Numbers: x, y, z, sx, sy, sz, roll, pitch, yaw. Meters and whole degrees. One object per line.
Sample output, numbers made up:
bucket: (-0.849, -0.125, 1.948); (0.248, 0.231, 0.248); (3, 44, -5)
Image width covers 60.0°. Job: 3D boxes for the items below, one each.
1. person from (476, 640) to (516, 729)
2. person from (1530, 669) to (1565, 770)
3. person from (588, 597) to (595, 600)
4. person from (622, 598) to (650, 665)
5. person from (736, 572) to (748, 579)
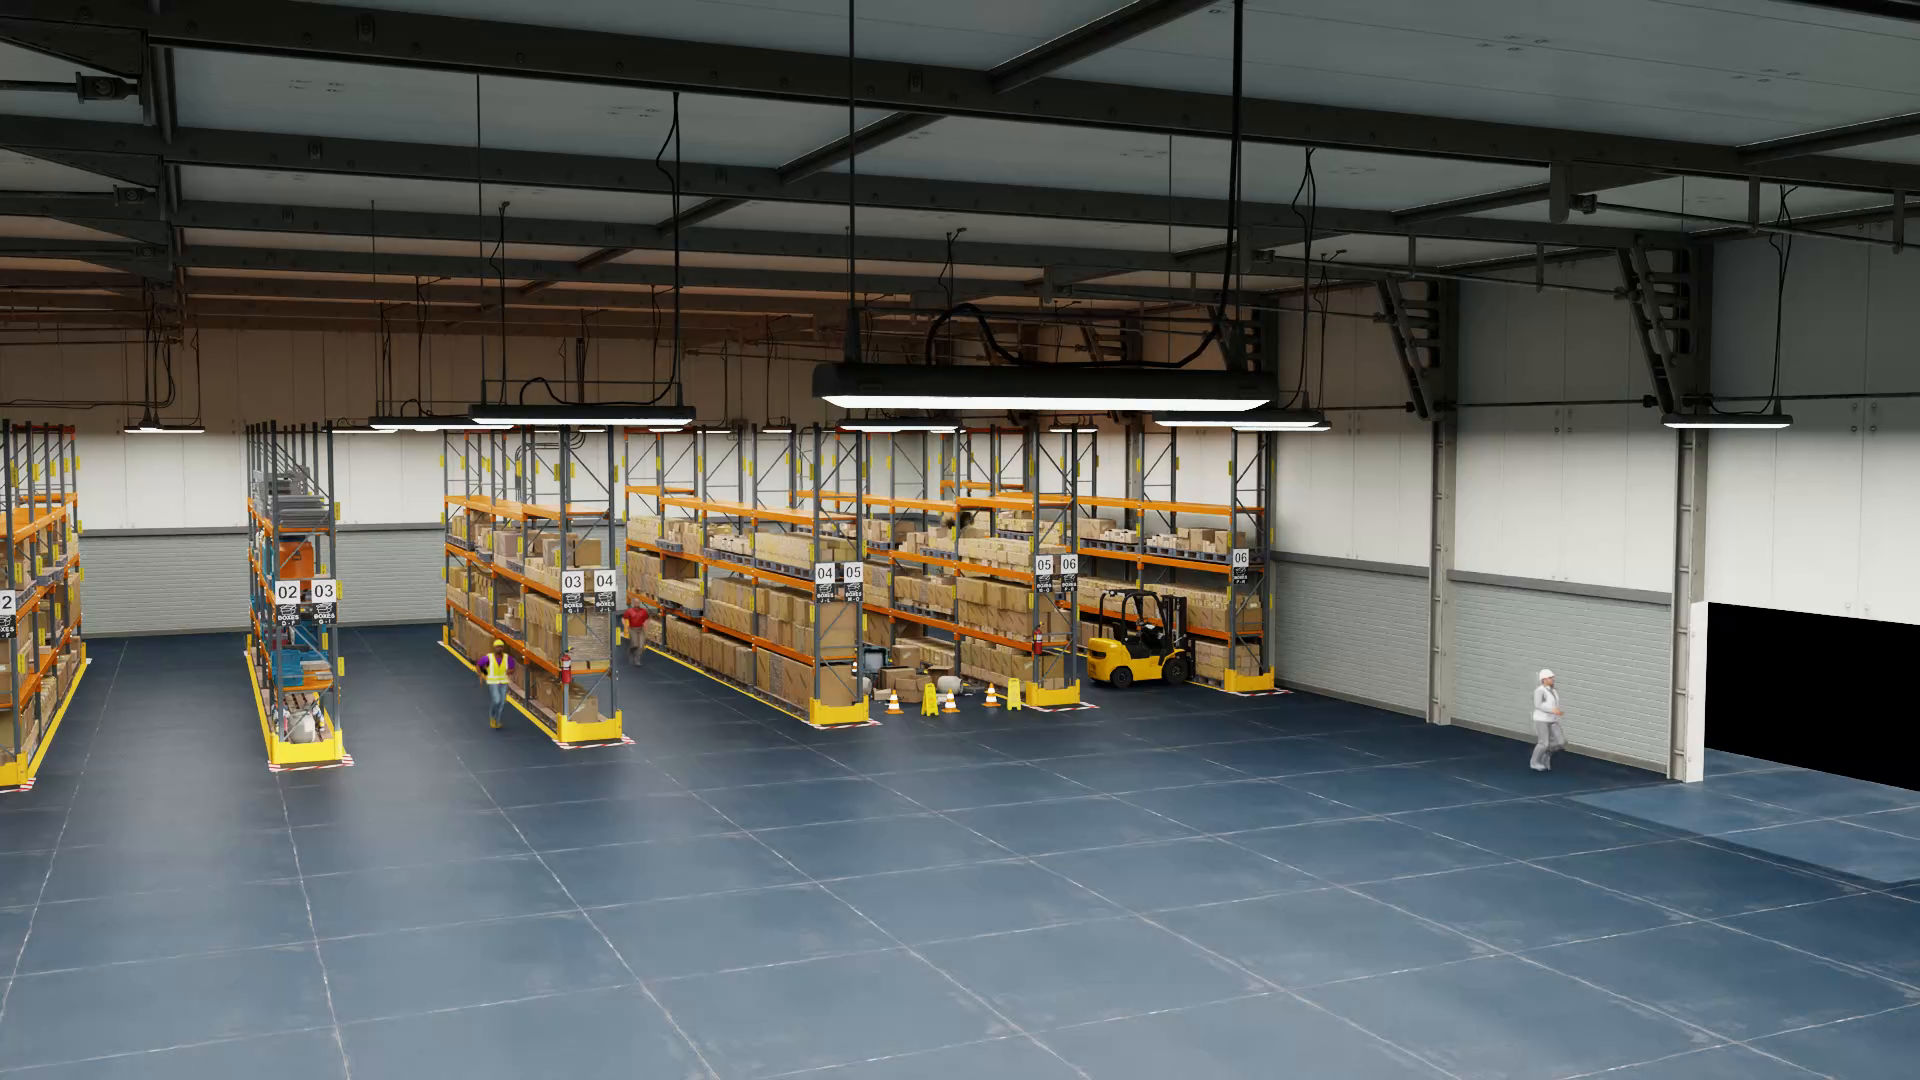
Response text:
person: (-9.000, 2.812, 32.416); (0.692, 1.741, 0.660); (-2, 4, -34)
person: (10.034, 3.074, 28.322); (0.671, 1.756, 0.648); (-3, 5, -38)
person: (-10.587, 1.968, 47.146); (0.657, 1.666, 0.781); (1, 4, 15)
person: (-8.021, 2.294, 41.370); (0.663, 1.677, 0.589); (-2, 4, -26)
person: (-6.603, 1.672, 50.551); (0.995, 1.793, 0.694); (-1, 4, -18)
